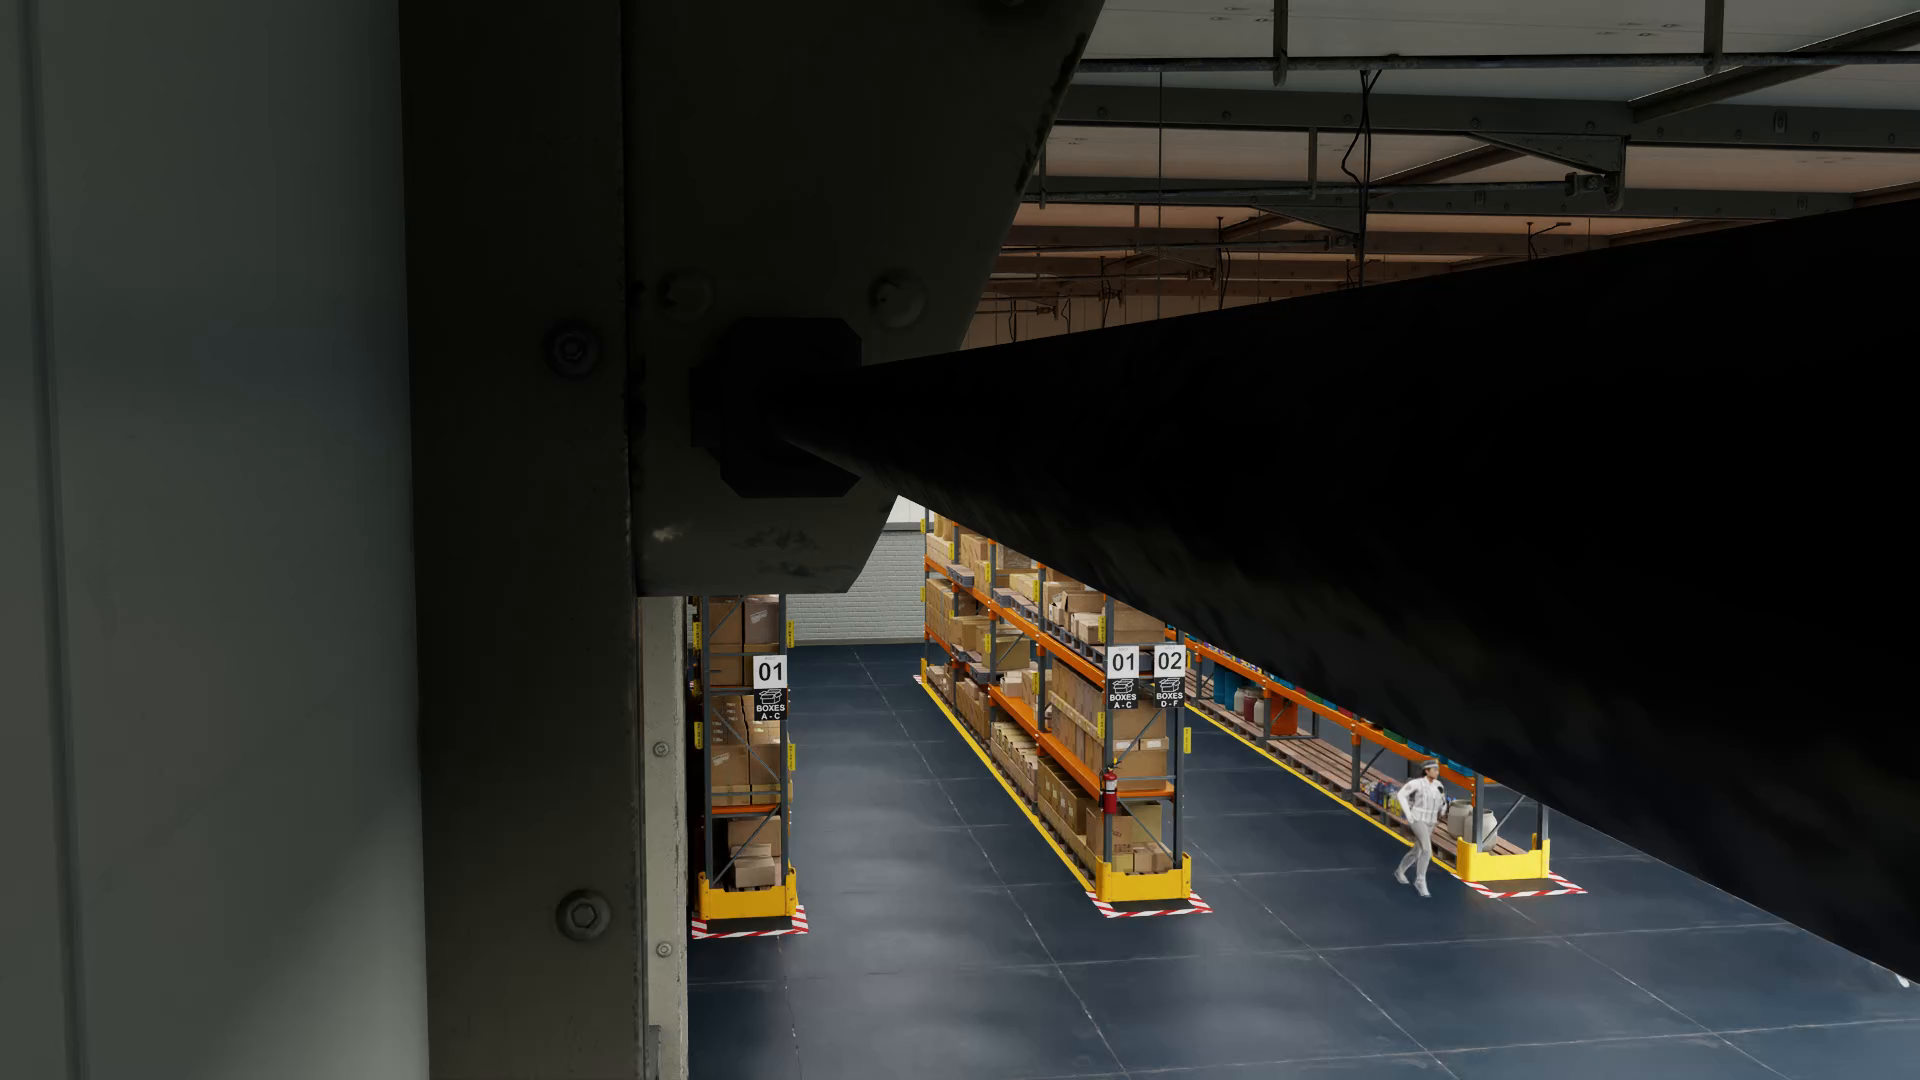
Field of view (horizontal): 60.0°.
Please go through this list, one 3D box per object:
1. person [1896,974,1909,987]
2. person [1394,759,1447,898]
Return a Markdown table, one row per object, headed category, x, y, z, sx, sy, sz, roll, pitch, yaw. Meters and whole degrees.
| category | x | y | z | sx | sy | sz | roll | pitch | yaw |
| --- | --- | --- | --- | --- | --- | --- | --- | --- | --- |
| person | 10.195 | 3.984 | 17.465 | 0.820 | 1.662 | 0.575 | 1 | 5 | 14 |
| person | 5.931 | 3.640 | 21.275 | 0.588 | 1.728 | 0.686 | -3 | 6 | -32 |
